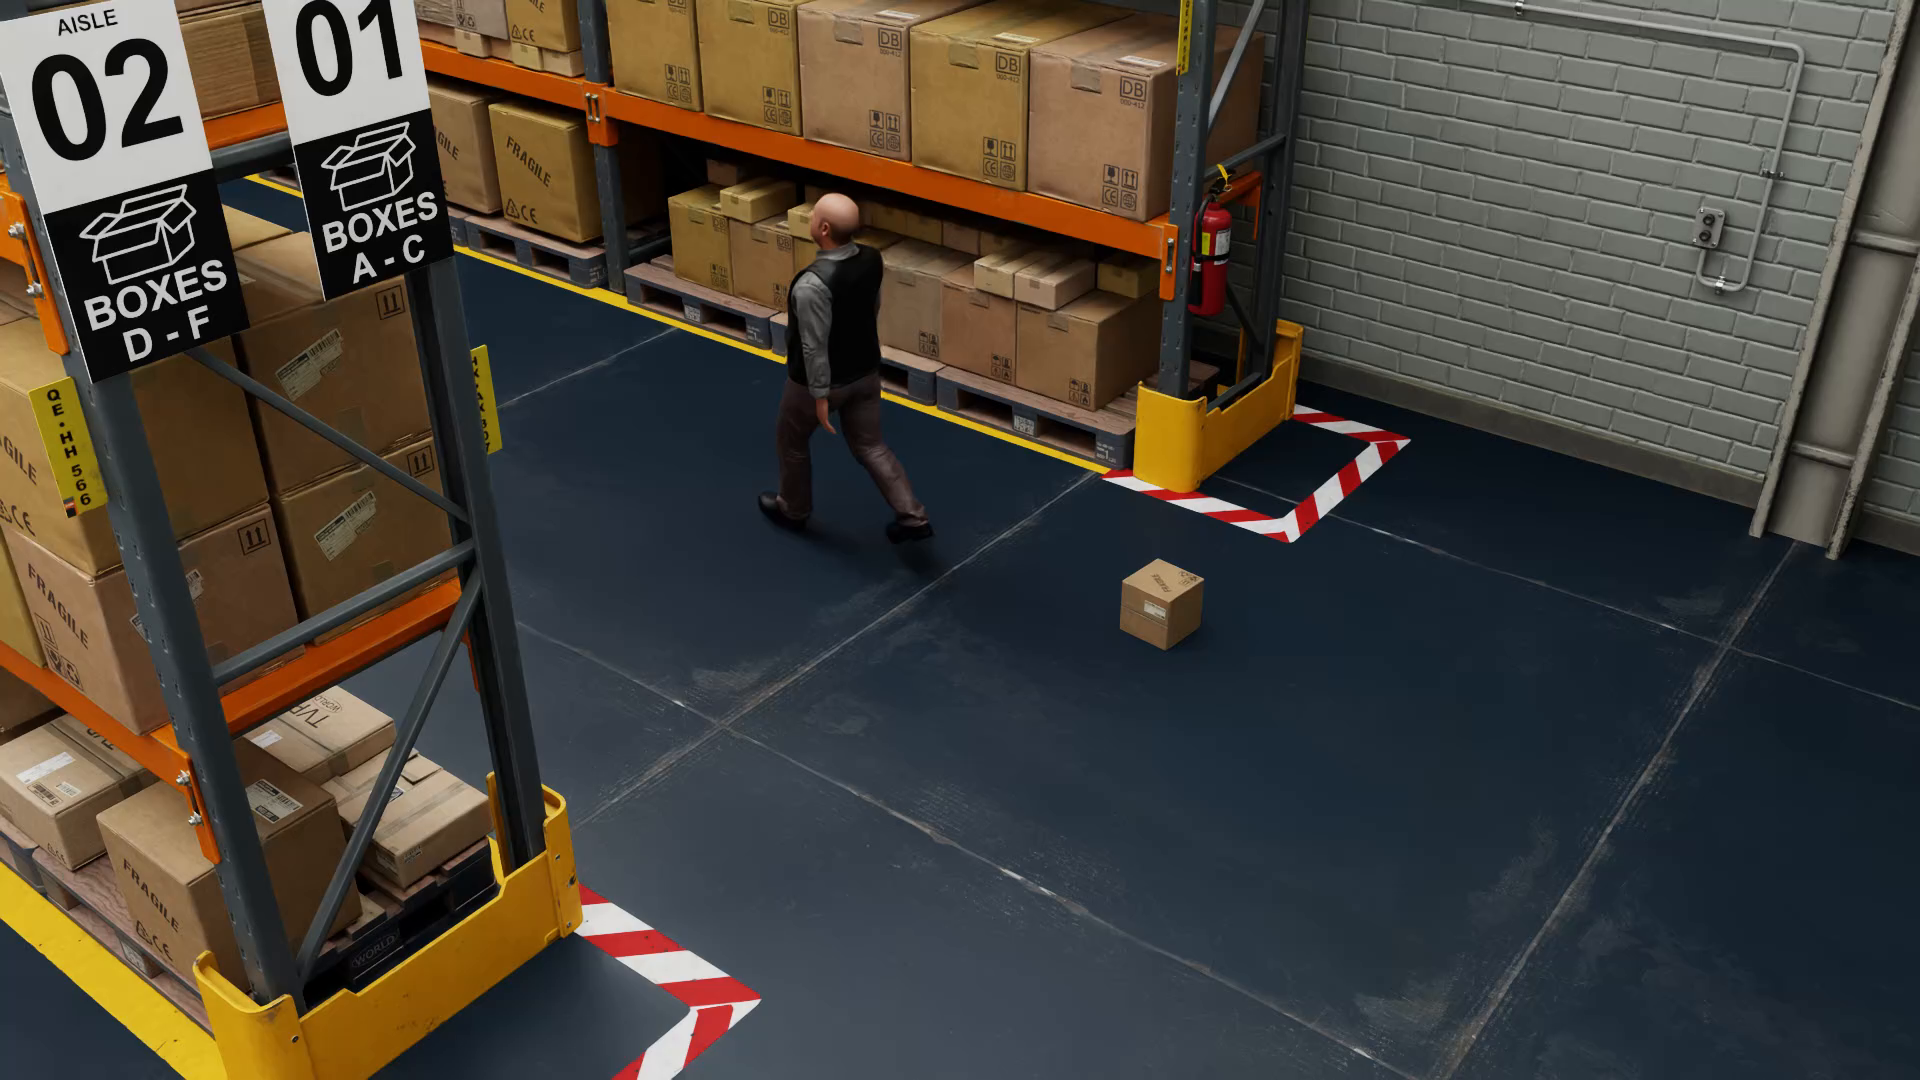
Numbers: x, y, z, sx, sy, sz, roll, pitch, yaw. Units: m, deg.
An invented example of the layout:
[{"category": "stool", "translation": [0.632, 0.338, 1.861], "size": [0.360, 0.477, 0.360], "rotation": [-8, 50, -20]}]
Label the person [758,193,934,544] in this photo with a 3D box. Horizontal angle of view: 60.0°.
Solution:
[{"category": "person", "translation": [-0.547, -0.738, 7.405], "size": [0.985, 1.680, 0.537], "rotation": [26, 39, 36]}]
